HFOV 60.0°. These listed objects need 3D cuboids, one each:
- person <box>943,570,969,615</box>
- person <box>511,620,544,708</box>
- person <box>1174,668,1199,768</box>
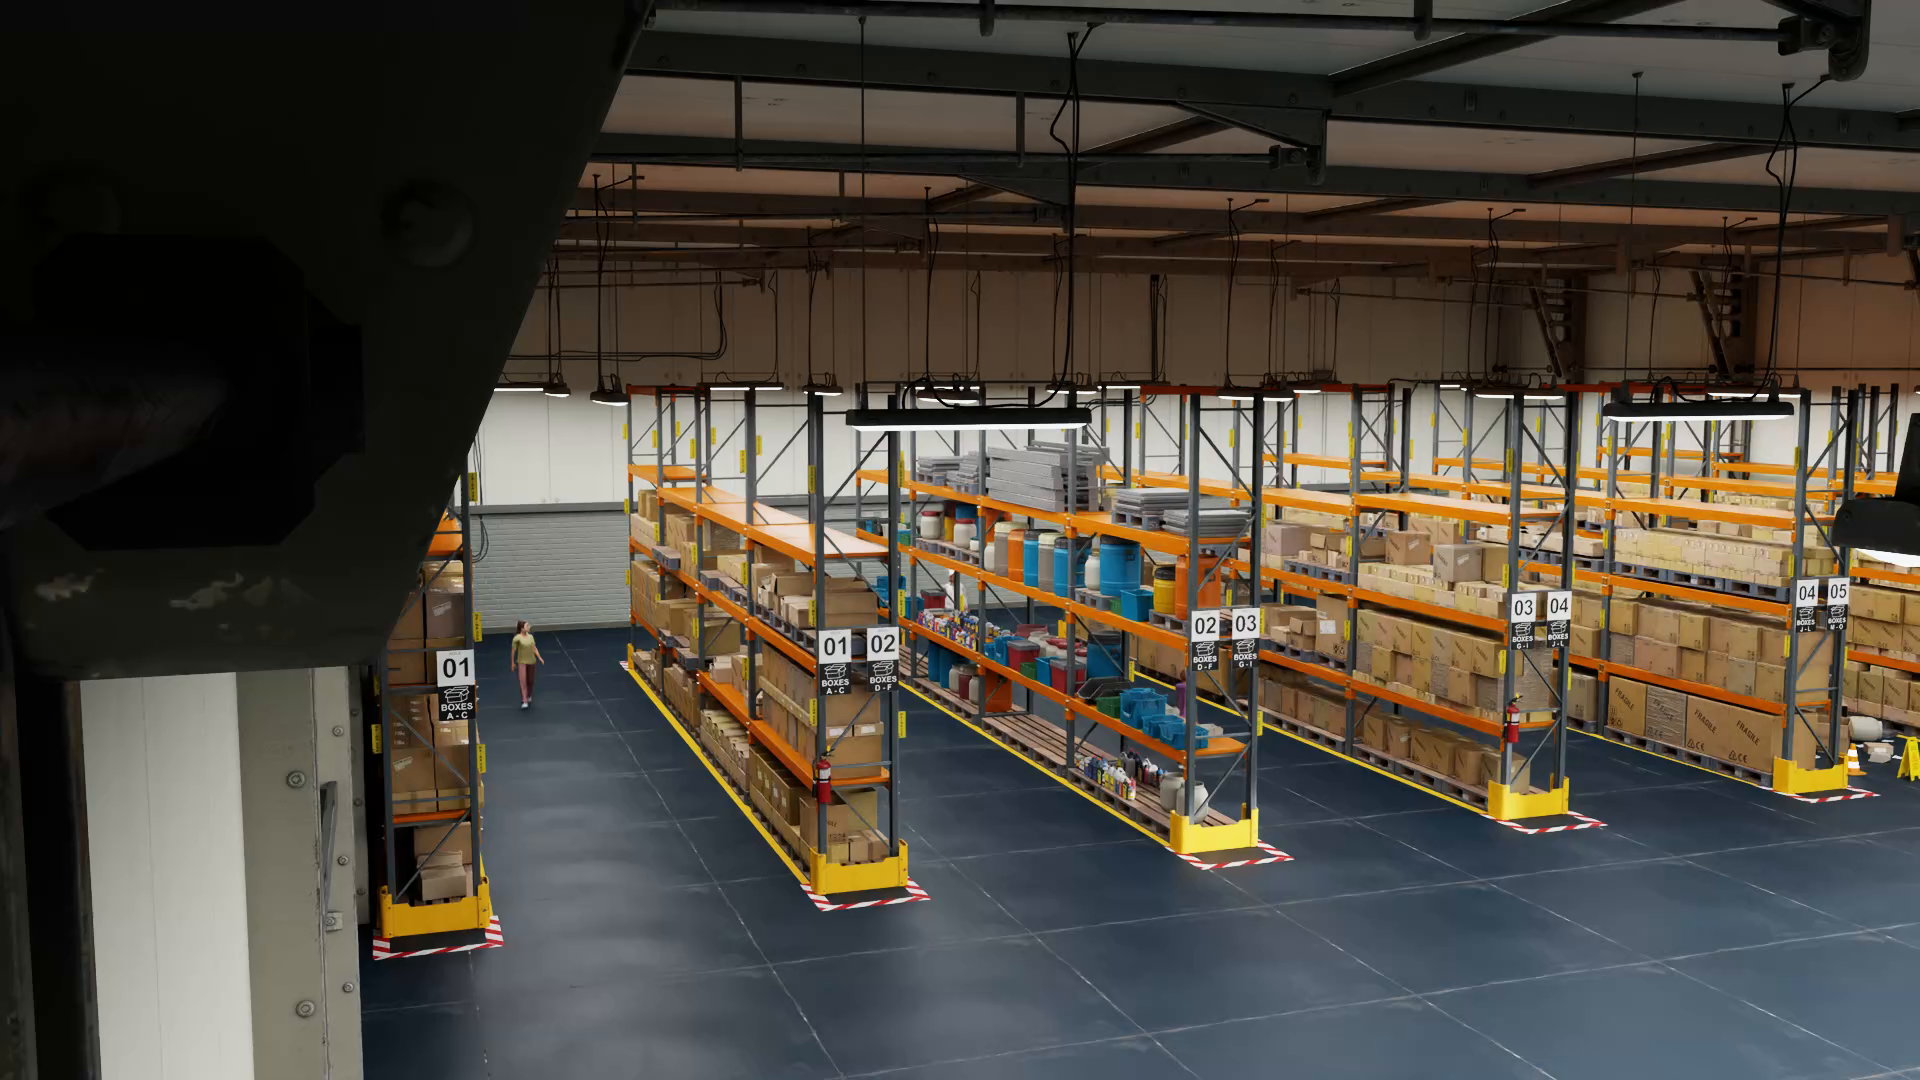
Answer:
[{"bbox_3d":[-0.119,1.551,38.072,0.566,1.729,1.062,-3,6,-23],"label":"person"},{"bbox_3d":[-8.101,2.299,31.135,0.602,1.613,1.039,-2,6,-20],"label":"person"},{"bbox_3d":[3.624,2.831,26.356,0.432,1.620,0.459,-4,7,-34],"label":"person"}]
